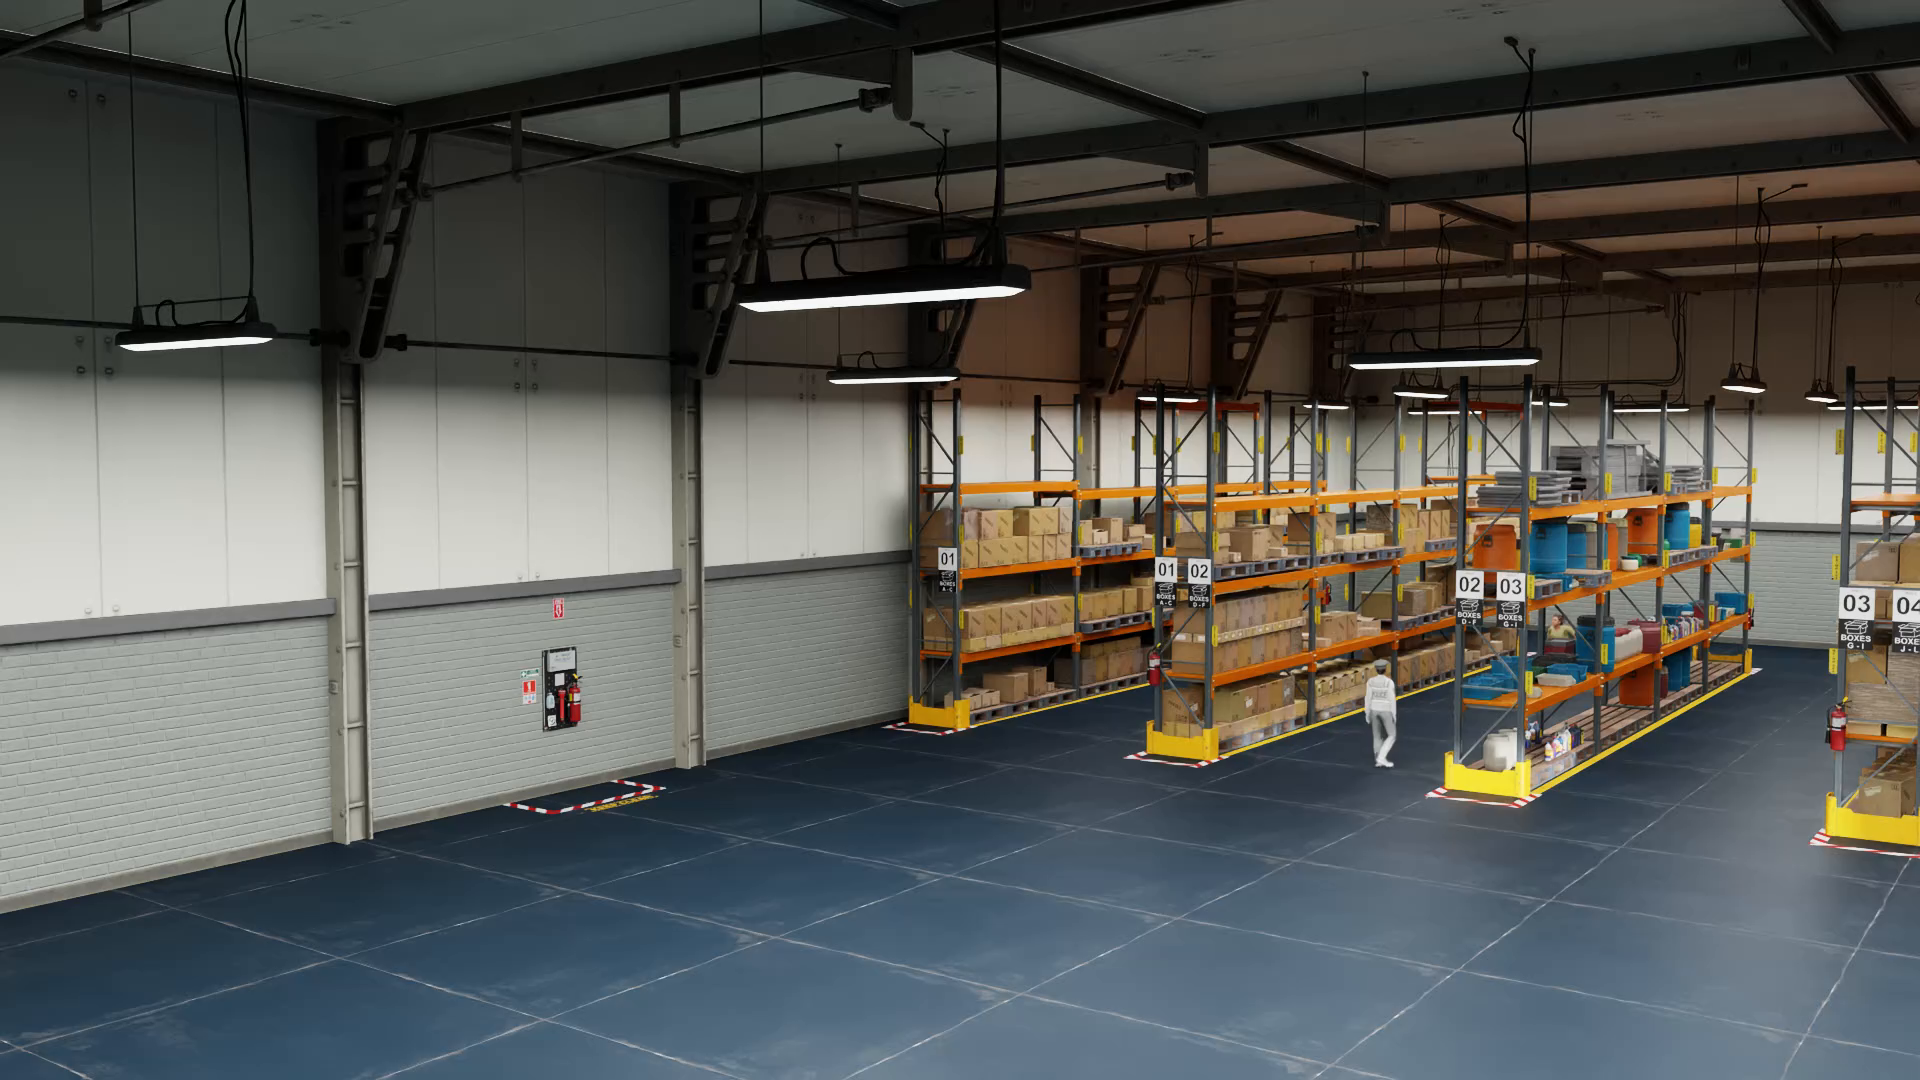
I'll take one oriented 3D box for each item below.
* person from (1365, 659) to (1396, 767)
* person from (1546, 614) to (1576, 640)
[{"bbox_3d":[6.524,2.700,25.822,0.512,1.674,0.516,2,4,35],"label":"person"},{"bbox_3d":[12.269,2.285,33.871,0.679,1.580,0.621,-3,4,-43],"label":"person"}]
